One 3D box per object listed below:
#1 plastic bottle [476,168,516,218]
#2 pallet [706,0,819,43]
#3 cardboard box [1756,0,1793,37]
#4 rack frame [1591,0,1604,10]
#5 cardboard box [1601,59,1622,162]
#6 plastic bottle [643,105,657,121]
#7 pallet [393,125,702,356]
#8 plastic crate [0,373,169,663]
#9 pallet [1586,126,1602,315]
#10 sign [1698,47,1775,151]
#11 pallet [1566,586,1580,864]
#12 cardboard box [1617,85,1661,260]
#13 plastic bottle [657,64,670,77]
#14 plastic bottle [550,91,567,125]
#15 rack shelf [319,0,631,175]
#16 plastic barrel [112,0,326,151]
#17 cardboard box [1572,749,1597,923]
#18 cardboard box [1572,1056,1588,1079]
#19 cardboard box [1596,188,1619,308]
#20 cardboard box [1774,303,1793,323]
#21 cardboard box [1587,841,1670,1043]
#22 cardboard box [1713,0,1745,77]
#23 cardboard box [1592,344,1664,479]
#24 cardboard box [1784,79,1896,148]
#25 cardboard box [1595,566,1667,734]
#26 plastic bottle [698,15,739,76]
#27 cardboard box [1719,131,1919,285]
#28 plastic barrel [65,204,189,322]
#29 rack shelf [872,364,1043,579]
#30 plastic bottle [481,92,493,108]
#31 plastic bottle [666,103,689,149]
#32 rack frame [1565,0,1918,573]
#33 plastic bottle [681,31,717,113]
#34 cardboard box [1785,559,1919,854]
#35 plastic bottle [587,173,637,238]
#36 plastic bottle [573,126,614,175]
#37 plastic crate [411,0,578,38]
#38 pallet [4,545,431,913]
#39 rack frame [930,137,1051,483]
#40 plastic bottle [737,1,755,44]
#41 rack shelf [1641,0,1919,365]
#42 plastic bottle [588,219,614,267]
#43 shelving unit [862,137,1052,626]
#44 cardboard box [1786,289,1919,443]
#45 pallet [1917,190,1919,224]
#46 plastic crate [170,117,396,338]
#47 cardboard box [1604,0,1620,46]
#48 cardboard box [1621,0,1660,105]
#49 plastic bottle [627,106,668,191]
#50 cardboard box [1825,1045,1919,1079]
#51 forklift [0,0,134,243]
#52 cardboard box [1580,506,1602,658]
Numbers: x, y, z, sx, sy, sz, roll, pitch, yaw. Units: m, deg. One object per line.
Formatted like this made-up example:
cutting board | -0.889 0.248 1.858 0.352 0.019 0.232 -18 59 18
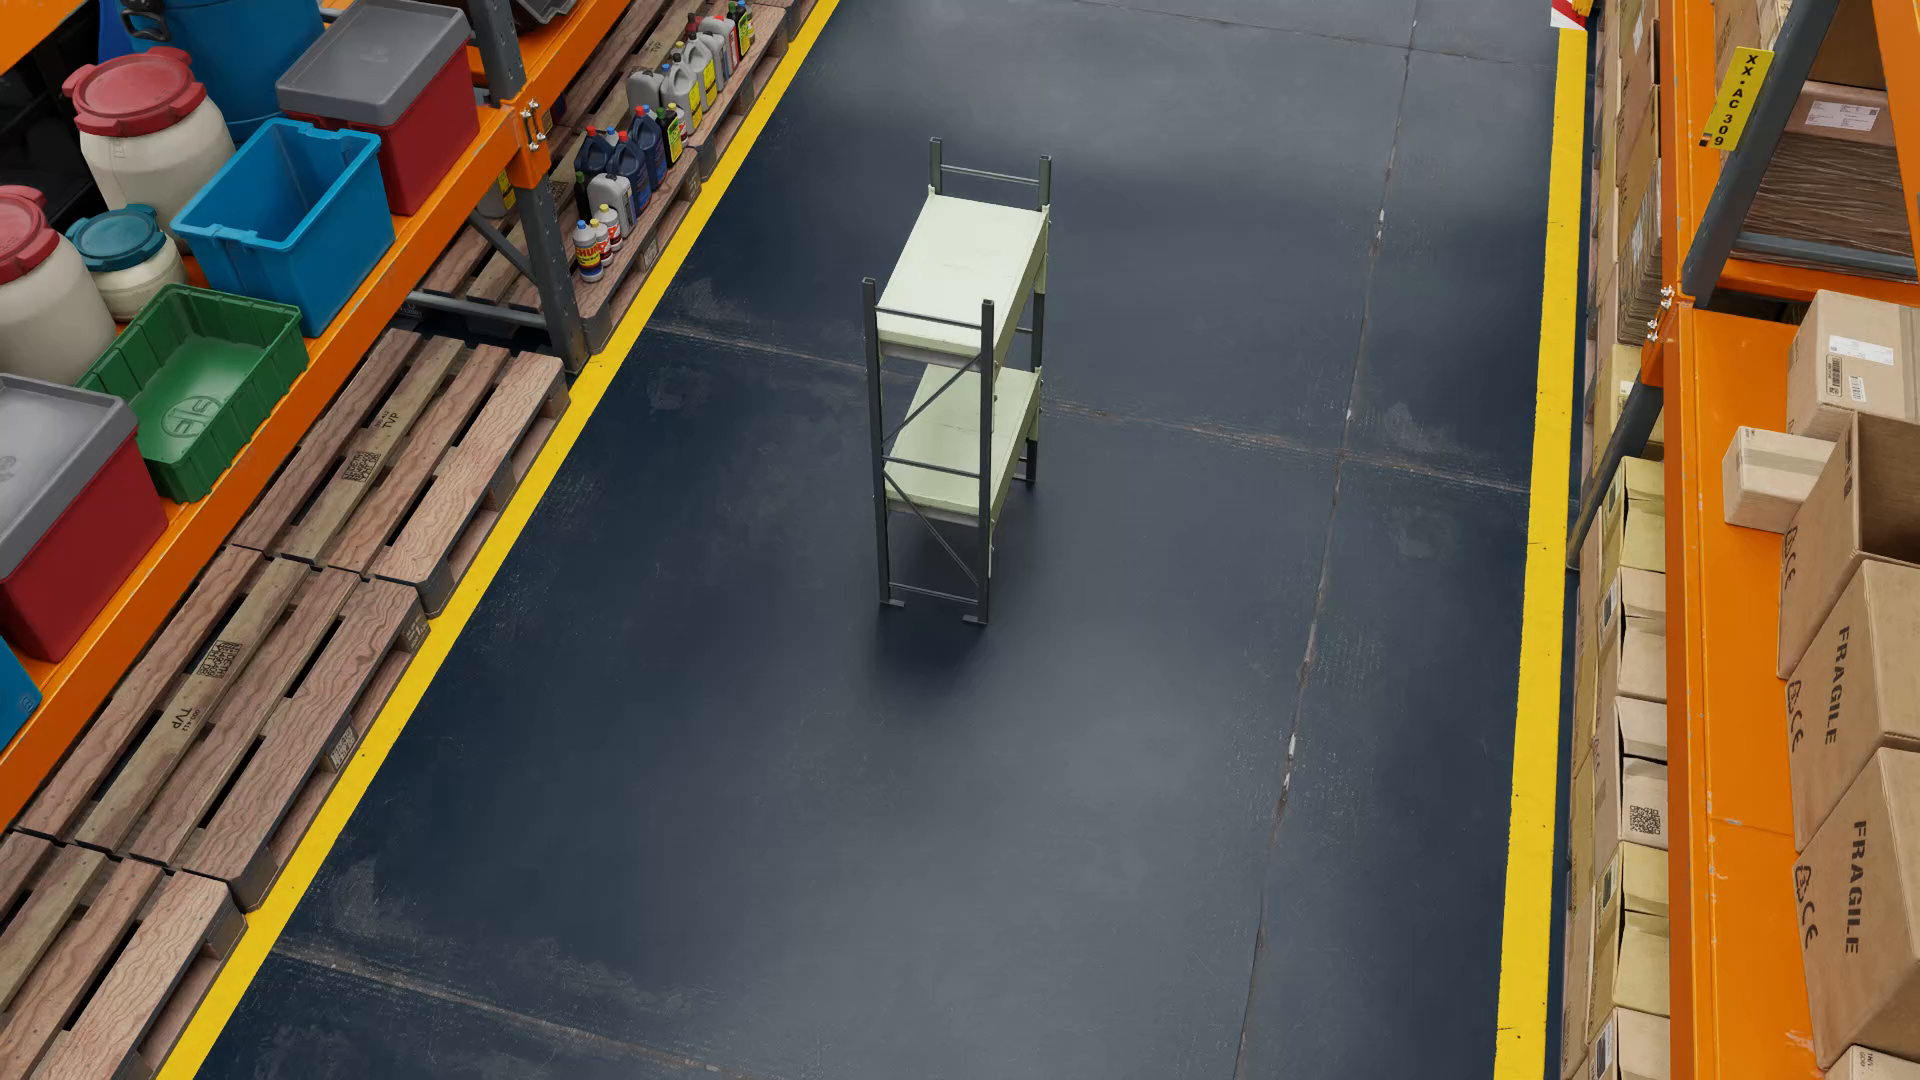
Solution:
plastic bottle | -2.009 -1.572 7.110 0.144 0.351 0.185 12 50 10
pallet | -1.181 -3.128 8.870 1.003 0.211 1.213 12 50 10
cardboard box | 2.736 -1.684 5.236 0.380 0.149 0.250 10 49 9
rack frame | 3.791 -3.722 7.534 1.000 3.000 0.127 12 50 10
cardboard box | 3.175 -1.883 7.465 0.500 0.250 0.500 12 50 10
plastic bottle | -1.375 -1.804 7.367 0.097 0.271 0.097 0 49 0
pallet | -1.823 -1.363 7.313 1.003 0.211 1.213 12 50 10
plastic crate | -2.372 -0.045 4.246 0.402 0.464 0.583 12 50 10
pallet | 3.307 -1.358 7.308 1.003 0.211 1.213 12 50 10
sign | 2.202 -1.250 4.722 0.100 0.325 0.005 12 50 10
pallet | 2.582 0.635 5.549 1.003 0.211 1.213 12 50 10
cardboard box | 2.920 -1.406 6.544 0.500 0.500 0.500 12 50 10
plastic bottle | -1.344 -2.101 7.677 0.097 0.201 0.097 0 49 0
plastic bottle | -1.863 -2.047 7.574 0.061 0.283 0.133 12 50 10
rack shelf | -1.513 -3.017 7.392 1.077 0.370 4.000 12 50 10
plastic barrel | -2.434 -1.755 5.464 0.600 0.901 0.708 12 50 10
cardboard box | 2.123 0.930 4.982 0.500 0.250 0.500 10 49 9
cardboard box | 1.856 1.670 4.329 0.500 0.250 0.500 13 50 11
cardboard box | 2.908 -1.160 6.827 0.500 0.250 0.500 12 50 10
cardboard box | 3.286 -0.943 6.135 0.500 0.500 0.500 12 50 10
cardboard box | 1.986 1.119 4.442 0.500 0.311 0.500 13 50 11
cardboard box | 3.117 -1.929 5.885 0.700 0.500 0.500 12 50 11
cardboard box | 2.649 -0.436 6.188 0.500 0.250 0.500 12 50 10
cardboard box | 2.603 -1.315 4.911 0.380 0.149 0.250 12 50 10
cardboard box | 2.252 0.368 5.105 0.500 0.311 0.500 11 49 10
plastic bottle | -1.140 -2.354 7.850 0.152 0.276 0.135 12 50 10
cardboard box | 2.849 -1.184 5.227 0.700 0.500 0.500 10 49 9
plastic barrel | -2.536 -0.836 5.079 0.301 0.262 0.301 0 49 0
rack shelf | 0.002 -0.285 5.936 0.431 0.370 0.720 12 50 10
plastic bottle | -2.095 -1.843 7.394 0.061 0.283 0.133 15 50 13
plastic bottle | -1.280 -1.867 7.470 0.097 0.201 0.097 0 49 0
rack frame | 2.738 -0.828 4.980 1.000 3.000 0.127 12 50 10
plastic bottle | -1.216 -2.158 7.627 0.144 0.351 0.185 13 50 12
cardboard box | 2.250 0.434 3.800 0.500 0.500 0.500 12 50 10
plastic bottle | -1.474 -1.436 7.040 0.152 0.276 0.135 13 50 11
plastic bottle | -1.566 -1.608 7.142 0.144 0.351 0.185 12 50 10
plastic crate | -1.779 -2.142 6.181 0.767 0.338 0.504 12 50 10
pallet | -2.528 0.575 5.602 1.003 0.211 1.213 12 50 10
rack frame | 0.098 -0.766 5.926 0.400 1.500 0.023 12 50 10
plastic bottle | -1.047 -2.507 8.035 0.097 0.201 0.097 0 49 0
rack shelf | 3.264 -2.037 6.527 1.077 0.370 4.000 12 50 10
plastic bottle | -1.506 -1.246 6.922 0.097 0.201 0.097 0 49 0
shelving unit | 0.002 -0.501 5.692 0.431 1.500 0.755 12 50 10
cardboard box | 2.651 -0.414 4.715 0.500 0.250 0.500 14 50 12
pallet | 2.069 -0.183 2.536 1.003 0.211 1.213 14 50 12
plastic crate | -2.030 -0.944 5.093 0.392 0.384 0.575 12 50 10
cardboard box | 3.435 -2.607 8.104 0.500 0.250 0.500 12 50 10
cardboard box | 3.186 -2.129 7.182 0.500 0.500 0.500 12 50 10
plastic bottle | -1.377 -1.716 7.237 0.144 0.351 0.185 10 49 8
cardboard box | 1.967 1.214 3.345 0.380 0.149 0.250 15 50 13
forklift | -4.285 -2.242 6.274 1.130 2.935 3.031 12 50 10
cardboard box | 2.393 0.185 5.640 0.500 0.250 0.500 10 49 9
